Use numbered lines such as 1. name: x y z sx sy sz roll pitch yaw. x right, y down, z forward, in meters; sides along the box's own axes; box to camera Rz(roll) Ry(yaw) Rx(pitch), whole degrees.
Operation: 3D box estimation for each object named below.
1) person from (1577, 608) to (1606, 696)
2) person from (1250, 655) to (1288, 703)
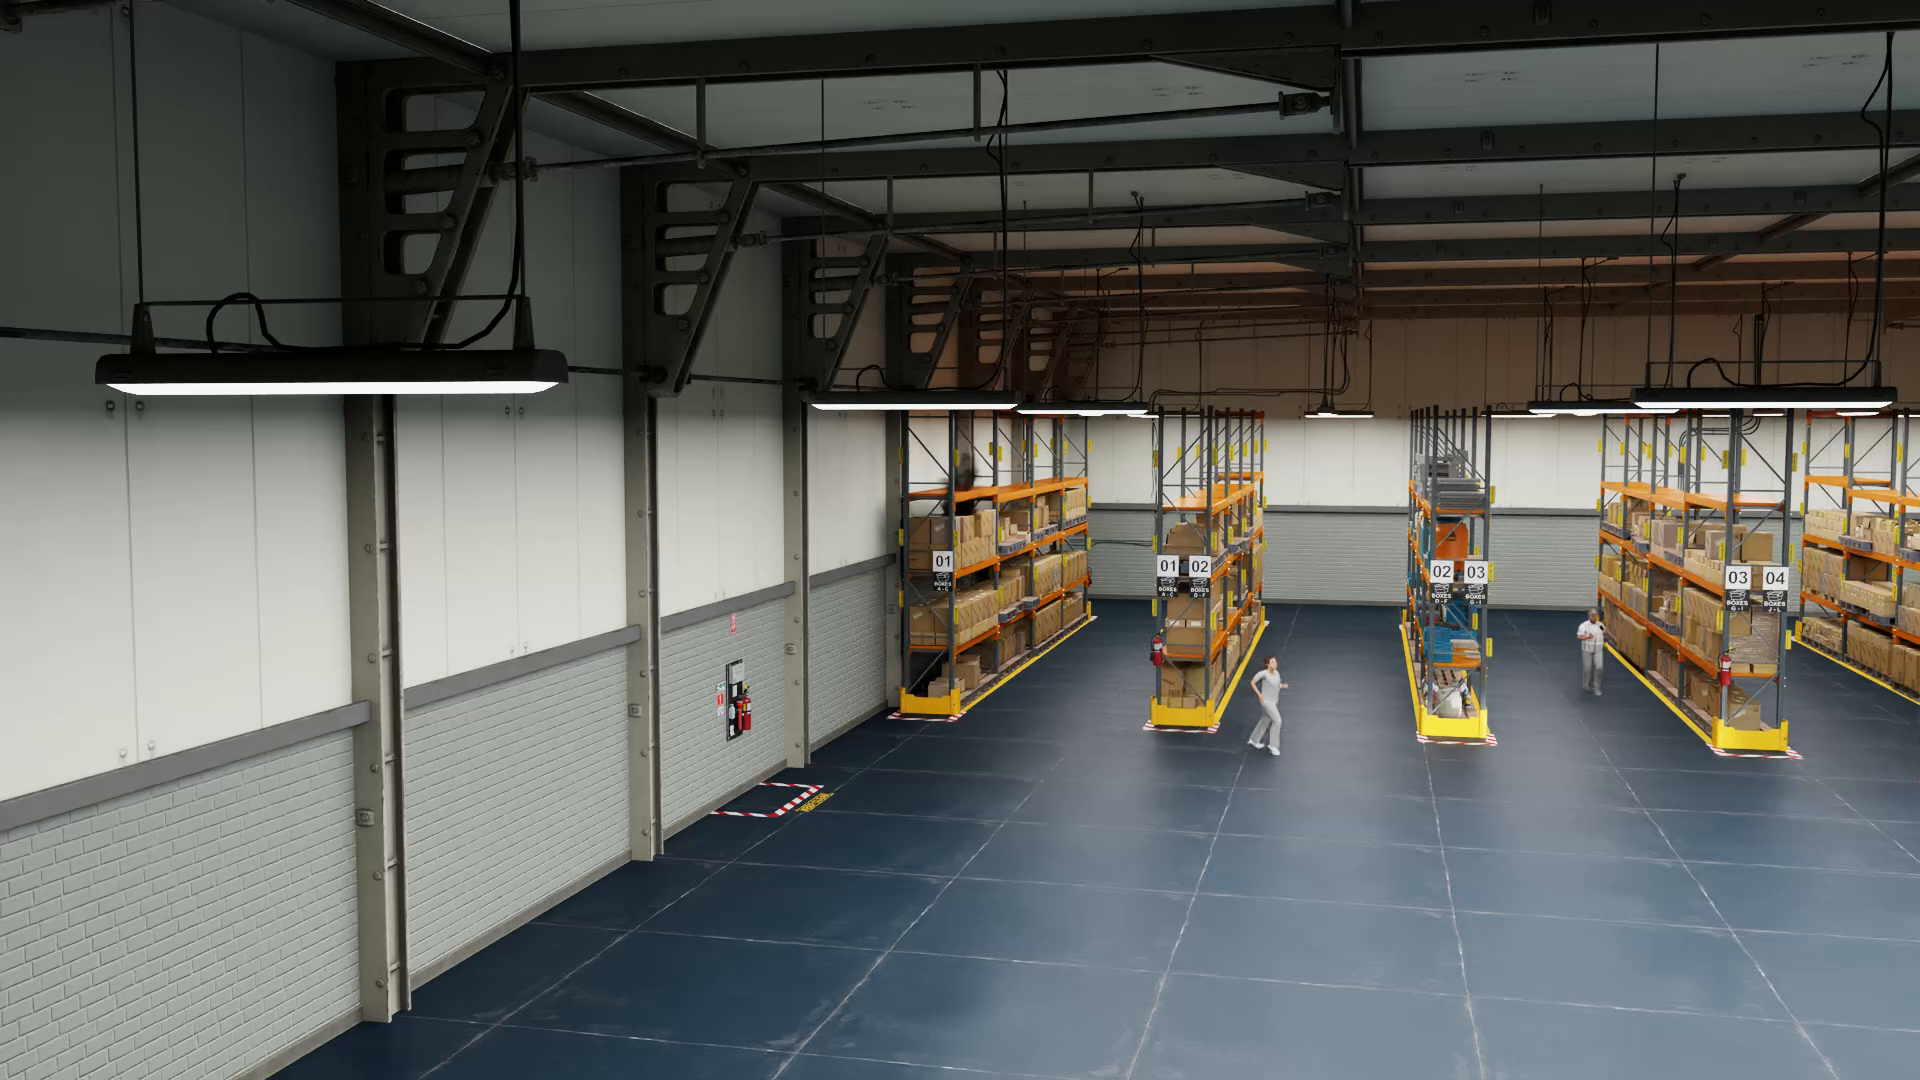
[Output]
1. person: 13.242 2.348 34.814 0.640 1.839 0.755 1 4 8
2. person: 5.384 2.387 28.612 0.594 0.810 0.538 4 6 44
